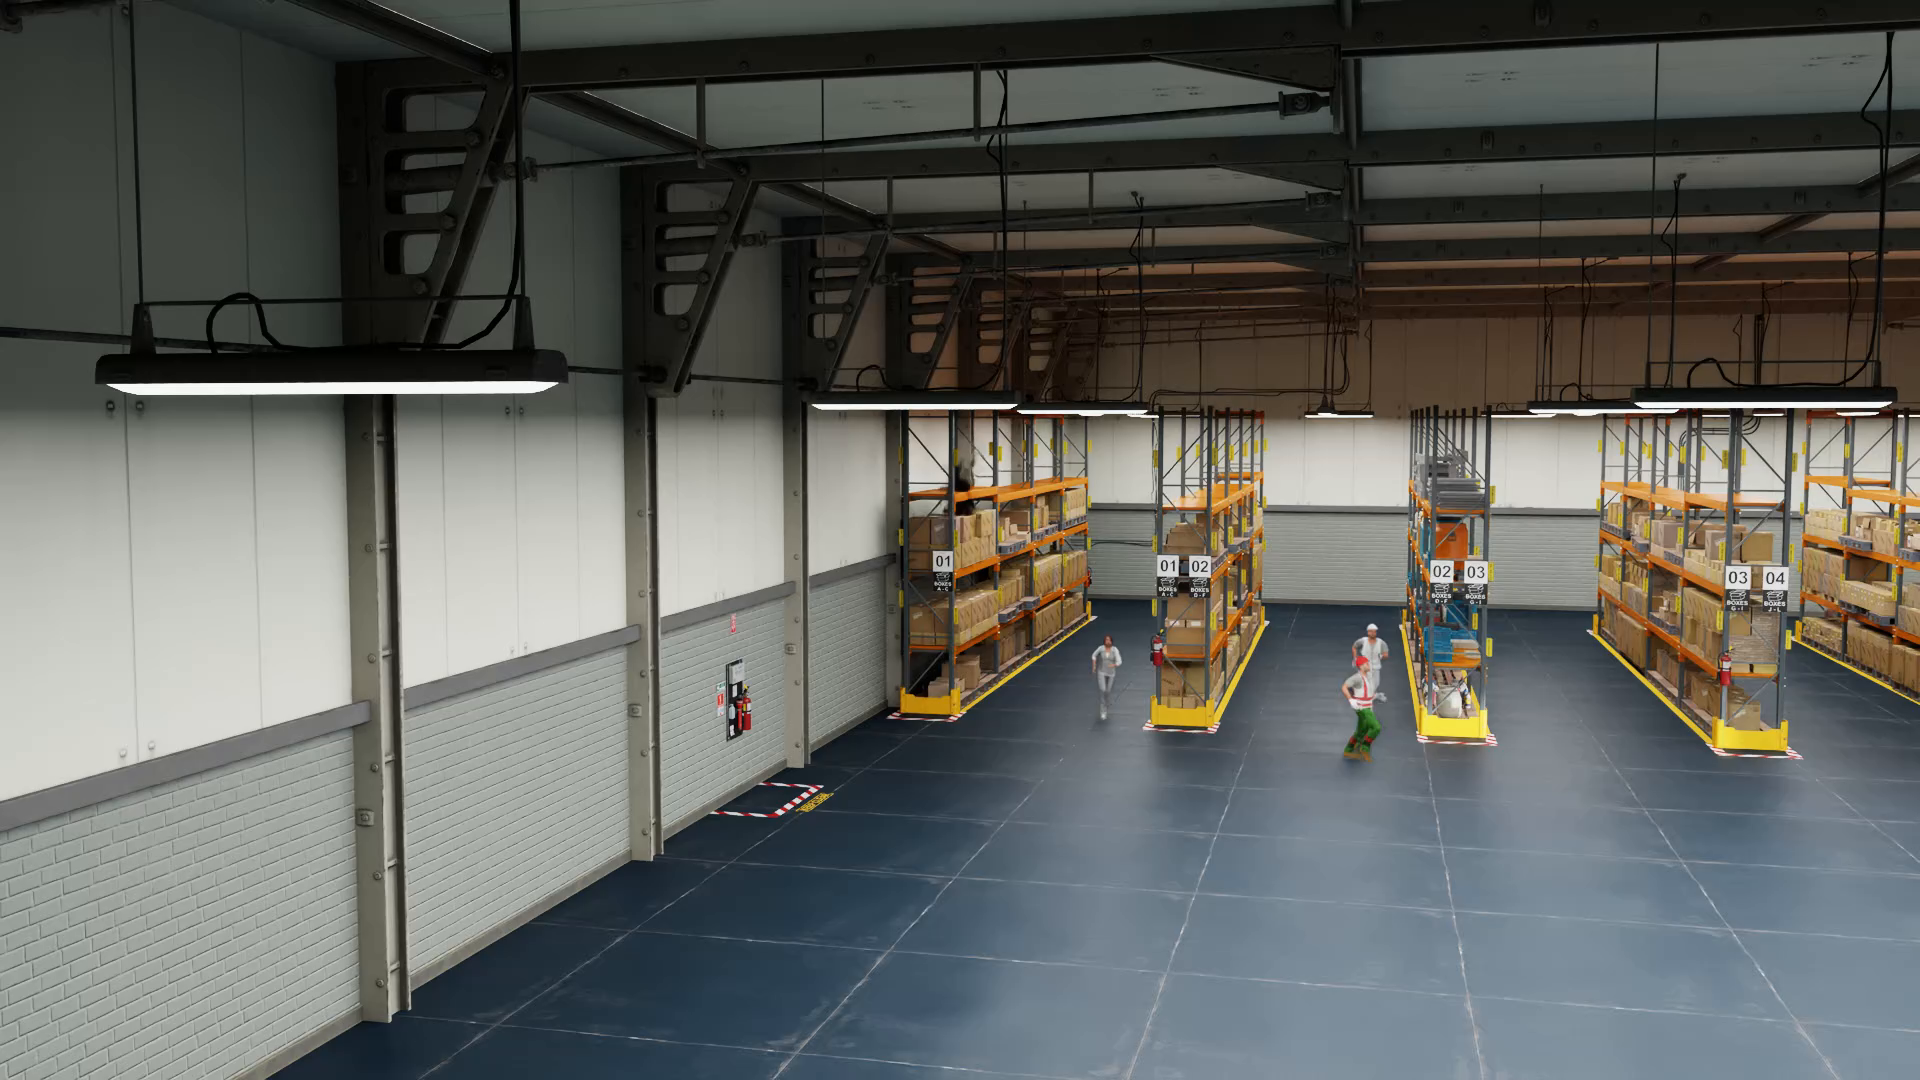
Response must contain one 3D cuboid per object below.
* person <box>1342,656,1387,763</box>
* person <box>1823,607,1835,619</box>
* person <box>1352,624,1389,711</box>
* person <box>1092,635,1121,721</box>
[{"bbox_3d":[6.779,2.846,27.920,0.708,1.781,0.672,2,5,30],"label":"person"},{"bbox_3d":[23.236,1.738,44.358,0.587,1.596,0.514,-3,5,-39],"label":"person"},{"bbox_3d":[7.910,2.526,32.038,0.643,1.844,0.876,0,4,-1],"label":"person"},{"bbox_3d":[2.828,2.644,32.040,0.530,1.622,0.731,0,4,-5],"label":"person"}]
